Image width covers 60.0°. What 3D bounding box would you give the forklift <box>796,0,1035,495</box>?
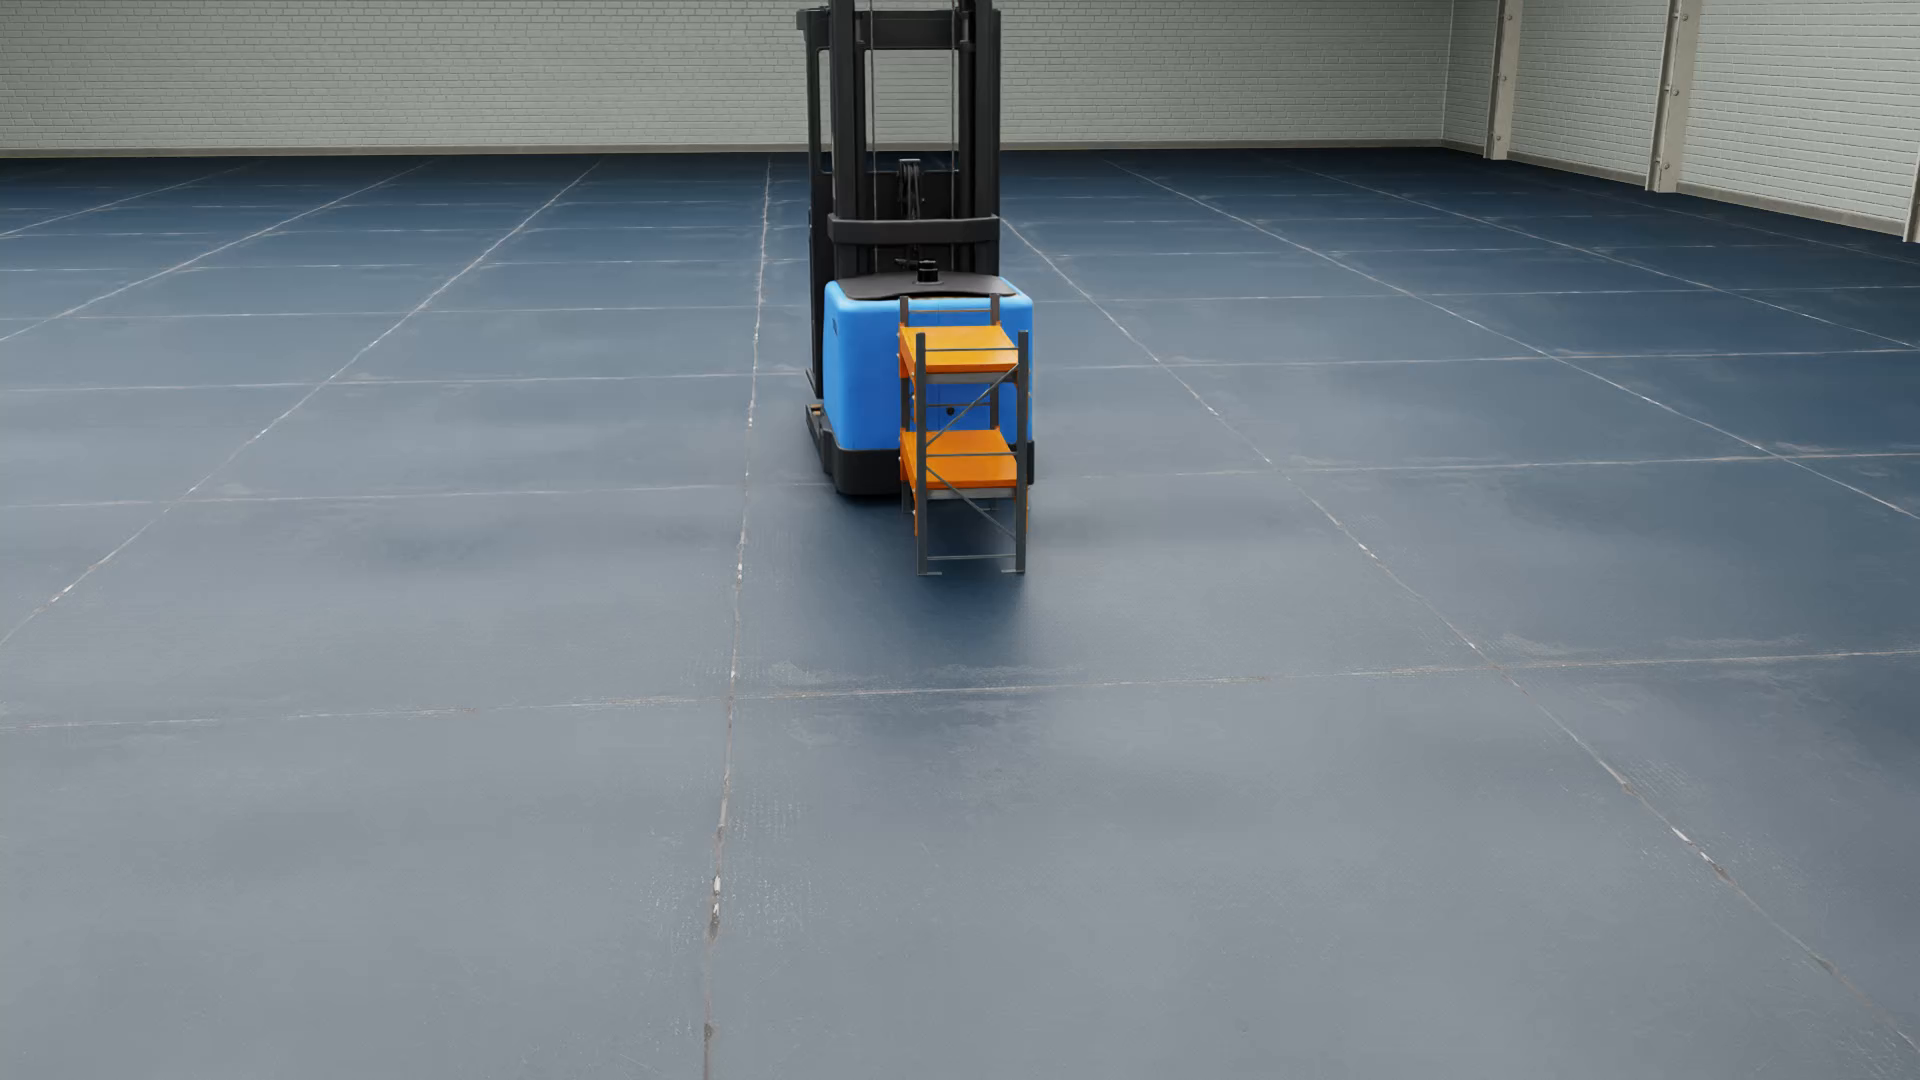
[{"bbox_3d":[-0.356,-2.033,9.758,1.130,2.935,3.031,-3,18,-9],"label":"forklift"}]

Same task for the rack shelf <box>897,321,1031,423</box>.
[{"bbox_3d":[0.001,-0.814,7.915,0.538,0.278,1.000,-2,18,-6],"label":"rack shelf"}]

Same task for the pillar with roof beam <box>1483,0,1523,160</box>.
[{"bbox_3d":[5.494,-11.119,28.572,9.100,9.000,0.400,-2,18,-6],"label":"pillar with roof beam"}]

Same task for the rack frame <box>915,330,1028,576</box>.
[{"bbox_3d":[0.053,-0.383,7.520,0.500,1.125,0.032,-2,18,-6],"label":"rack frame"}]

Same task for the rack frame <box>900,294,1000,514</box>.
[{"bbox_3d":[-0.052,-0.686,8.485,0.500,1.125,0.032,-2,18,-6],"label":"rack frame"}]

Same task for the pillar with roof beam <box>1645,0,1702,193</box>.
[{"bbox_3d":[6.113,-9.332,22.878,9.100,9.000,0.400,-2,18,-6],"label":"pillar with roof beam"}]

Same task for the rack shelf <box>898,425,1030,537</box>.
[{"bbox_3d":[0.001,-0.301,8.075,0.538,0.278,1.000,-2,18,-6],"label":"rack shelf"}]

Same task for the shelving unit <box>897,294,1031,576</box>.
[{"bbox_3d":[0.001,-0.535,8.002,0.538,1.125,1.048,-2,18,-6],"label":"shelving unit"}]

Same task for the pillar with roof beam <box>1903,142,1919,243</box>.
[{"bbox_3d":[6.732,-7.544,17.184,9.100,9.000,0.400,-2,18,-6],"label":"pillar with roof beam"}]
